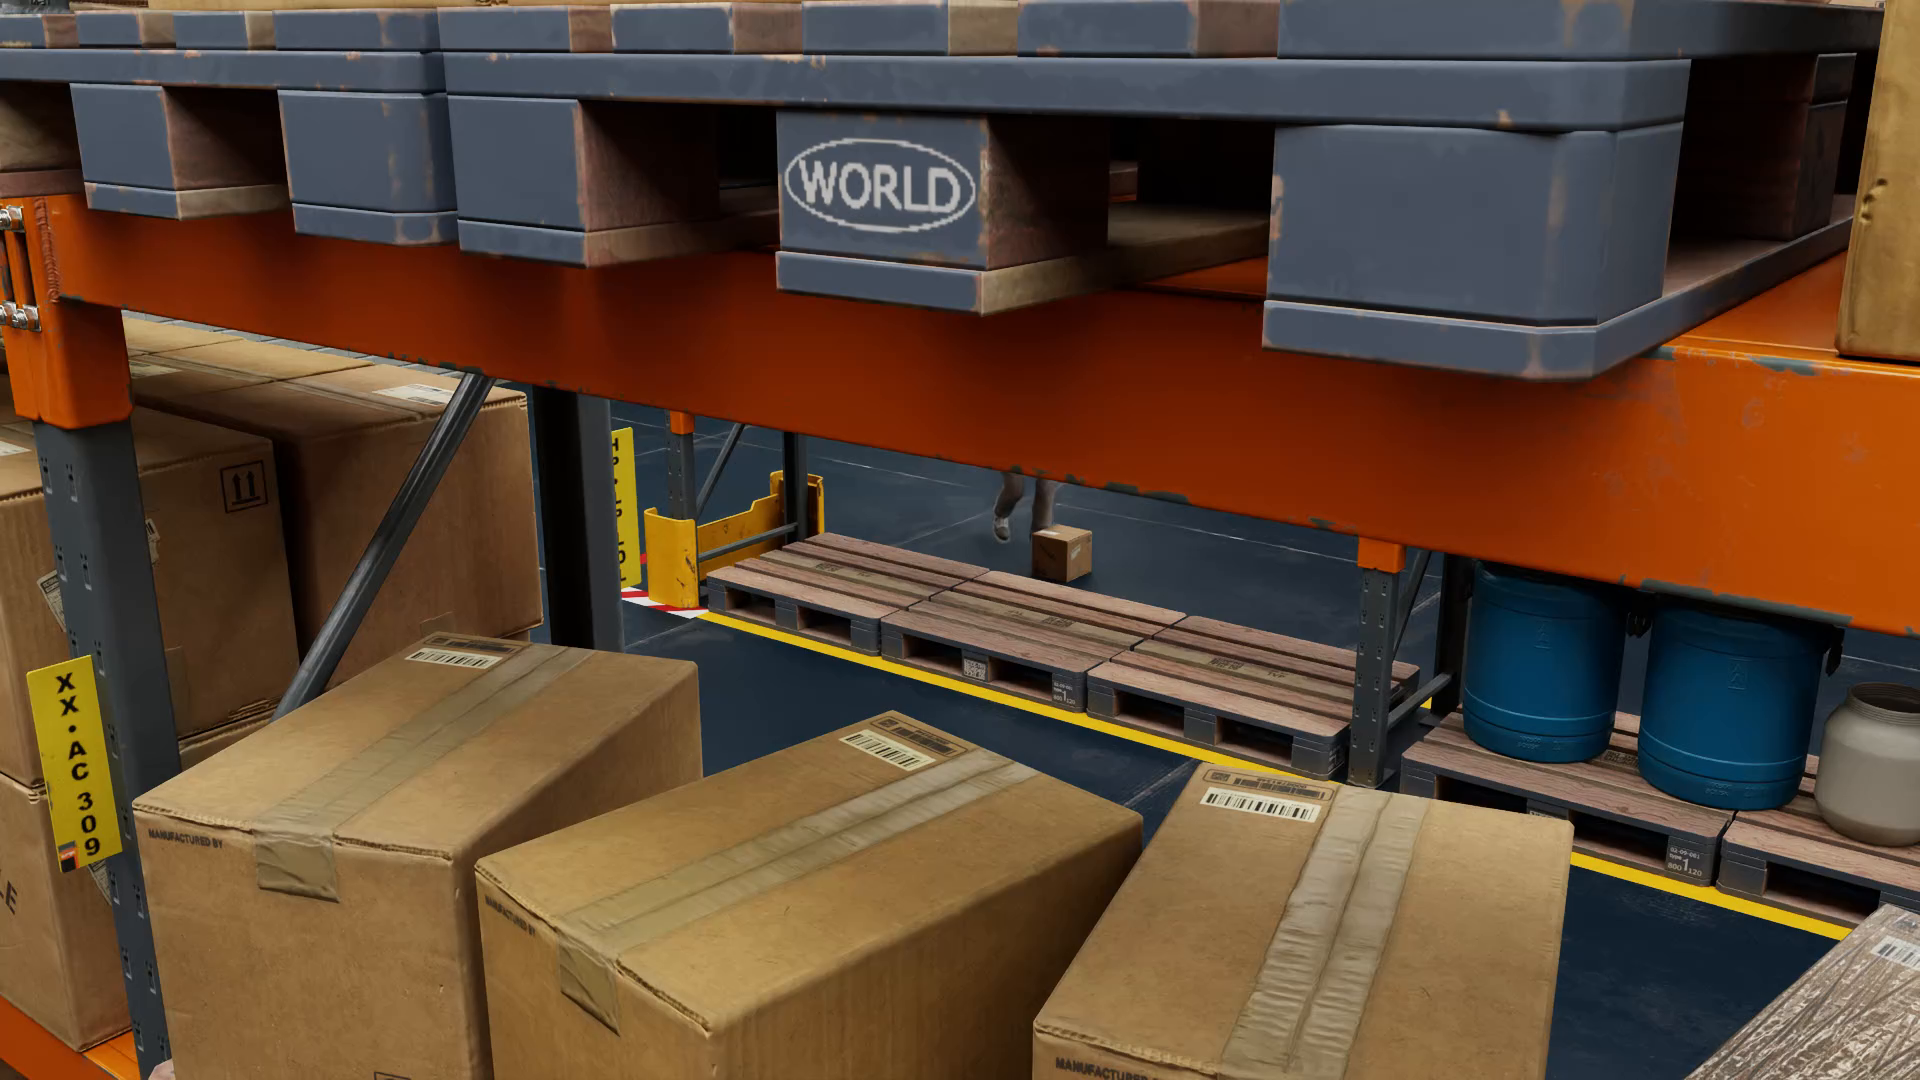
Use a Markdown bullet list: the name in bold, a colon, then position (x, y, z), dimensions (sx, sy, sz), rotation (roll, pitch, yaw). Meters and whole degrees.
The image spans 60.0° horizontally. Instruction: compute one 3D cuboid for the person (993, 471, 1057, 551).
- **person**: position (0.407, -0.641, 9.625), dimensions (0.417, 1.583, 0.618), rotation (-4, 17, -14)
